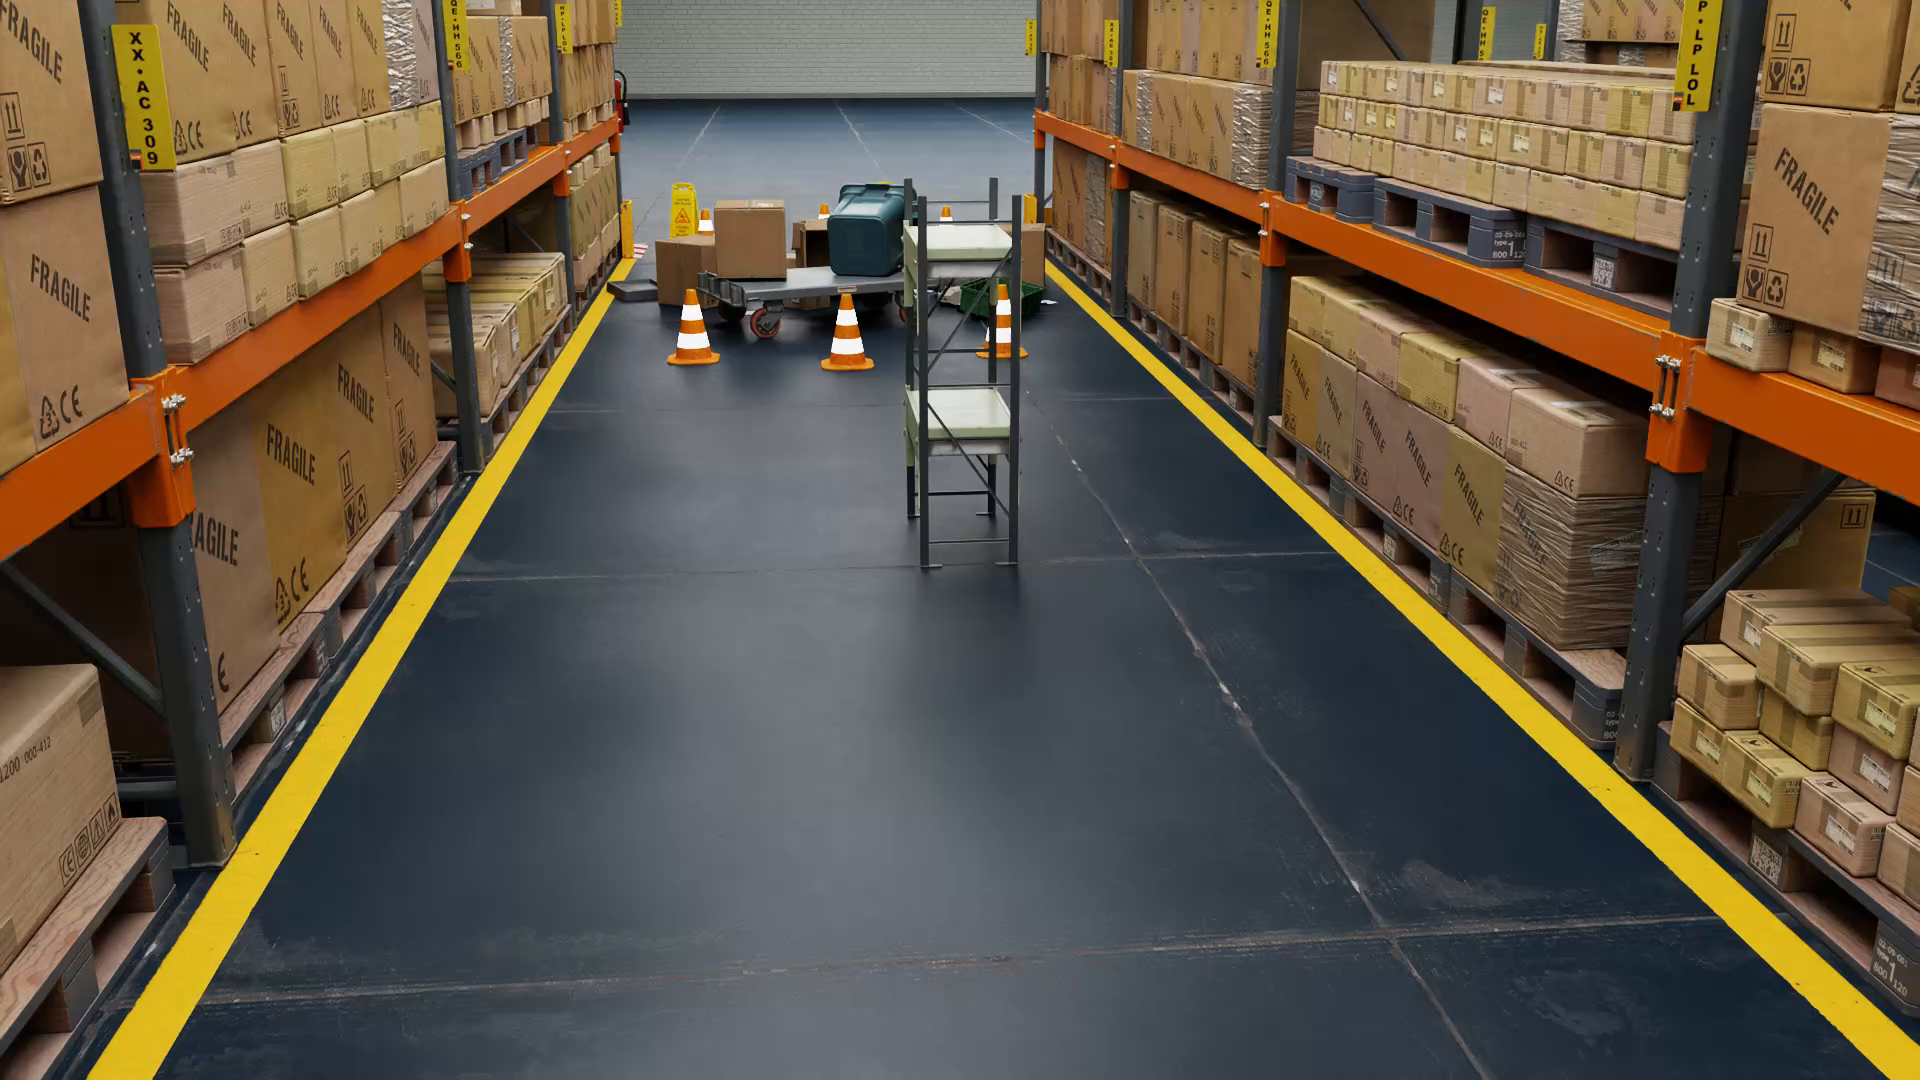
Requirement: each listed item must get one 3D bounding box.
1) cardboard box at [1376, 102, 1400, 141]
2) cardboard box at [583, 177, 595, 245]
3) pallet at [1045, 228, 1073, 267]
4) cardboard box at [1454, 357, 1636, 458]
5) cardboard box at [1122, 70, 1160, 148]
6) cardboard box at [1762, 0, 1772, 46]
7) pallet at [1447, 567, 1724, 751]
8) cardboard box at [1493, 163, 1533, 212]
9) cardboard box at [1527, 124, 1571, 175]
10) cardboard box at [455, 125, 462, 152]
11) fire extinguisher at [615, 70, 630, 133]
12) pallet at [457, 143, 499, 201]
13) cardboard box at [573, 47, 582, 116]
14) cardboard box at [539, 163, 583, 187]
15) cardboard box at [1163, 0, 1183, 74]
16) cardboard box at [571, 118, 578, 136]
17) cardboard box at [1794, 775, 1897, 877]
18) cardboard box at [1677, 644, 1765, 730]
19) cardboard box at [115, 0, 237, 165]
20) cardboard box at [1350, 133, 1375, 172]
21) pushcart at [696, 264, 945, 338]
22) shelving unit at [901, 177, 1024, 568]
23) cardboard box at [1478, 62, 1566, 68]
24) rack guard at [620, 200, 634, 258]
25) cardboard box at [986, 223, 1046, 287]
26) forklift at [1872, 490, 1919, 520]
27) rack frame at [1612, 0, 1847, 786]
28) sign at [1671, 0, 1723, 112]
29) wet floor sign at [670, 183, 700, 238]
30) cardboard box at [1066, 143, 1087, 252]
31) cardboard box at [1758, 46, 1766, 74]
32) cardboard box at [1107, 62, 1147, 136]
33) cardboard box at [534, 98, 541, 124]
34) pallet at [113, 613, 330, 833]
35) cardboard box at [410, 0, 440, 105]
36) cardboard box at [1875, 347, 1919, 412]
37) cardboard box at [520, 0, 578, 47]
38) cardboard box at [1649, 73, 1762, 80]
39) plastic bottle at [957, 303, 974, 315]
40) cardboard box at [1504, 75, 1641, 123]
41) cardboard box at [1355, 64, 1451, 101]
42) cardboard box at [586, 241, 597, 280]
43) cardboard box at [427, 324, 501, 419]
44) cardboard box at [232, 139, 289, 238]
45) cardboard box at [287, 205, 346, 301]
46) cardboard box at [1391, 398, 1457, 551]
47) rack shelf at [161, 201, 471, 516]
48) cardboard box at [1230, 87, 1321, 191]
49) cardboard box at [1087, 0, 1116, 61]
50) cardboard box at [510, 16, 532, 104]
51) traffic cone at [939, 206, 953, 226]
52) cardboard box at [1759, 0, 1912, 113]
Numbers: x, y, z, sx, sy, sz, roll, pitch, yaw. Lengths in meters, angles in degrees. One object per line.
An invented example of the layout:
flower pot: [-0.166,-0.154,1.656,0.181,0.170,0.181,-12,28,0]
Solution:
cardboard box: [1.988,-1.773,7.037,0.380,0.149,0.250,-2,18,-5]
cardboard box: [-3.135,-2.534,12.878,0.500,0.500,0.500,-1,17,-3]
pallet: [1.386,-2.753,15.593,1.003,0.211,1.213,-2,18,-6]
cardboard box: [2.095,-0.477,5.909,0.500,0.250,0.500,-1,17,-3]
cardboard box: [1.424,-3.010,11.590,0.500,0.500,0.500,-2,17,-5]
cardboard box: [6.262,-4.043,12.714,0.500,0.500,0.500,-2,18,-6]
pallet: [2.381,0.355,5.695,1.003,0.211,1.213,-2,18,-6]
cardboard box: [2.114,-1.246,5.856,0.380,0.149,0.250,-3,18,-8]
cardboard box: [2.142,-1.313,5.572,0.380,0.149,0.250,-2,18,-7]
cardboard box: [-2.707,-2.021,8.325,0.380,0.149,0.250,-3,18,-9]
fire extinguisher: [-3.241,-4.148,15.509,0.296,0.674,0.183,-2,18,-6]
pallet: [-3.042,-1.870,8.446,1.213,0.211,1.003,-2,18,-6]
cardboard box: [-3.118,-3.423,12.407,0.500,0.500,0.500,-2,18,-6]
cardboard box: [-3.021,-2.723,12.398,0.380,0.149,0.250,-2,17,-5]
cardboard box: [1.750,-3.351,11.008,0.700,0.500,0.500,-2,18,-7]
cardboard box: [-3.115,-3.155,12.638,0.380,0.149,0.250,-1,17,-4]
cardboard box: [2.286,0.686,4.042,0.380,0.149,0.250,-2,18,-6]
cardboard box: [2.182,0.392,4.483,0.380,0.149,0.250,-1,17,-3]
cardboard box: [-2.210,-1.226,4.237,0.500,0.500,0.500,-2,17,-5]
cardboard box: [1.952,-1.716,7.355,0.380,0.149,0.250,-1,17,-3]
pushcart: [-1.013,-1.779,12.212,1.648,0.377,0.936,-8,19,-25]
shelving unit: [-0.001,-0.718,6.959,0.431,1.500,0.755,-2,18,-6]
cardboard box: [2.581,-2.093,7.562,0.380,0.149,0.250,-2,18,-6]
rack guard: [-3.680,-2.921,15.646,1.175,0.500,0.348,-2,18,-6]
cardboard box: [0.457,-2.367,13.877,0.500,0.500,0.500,1,17,4]
forklift: [4.576,-1.766,7.908,1.130,2.935,3.031,-2,18,-5]
rack frame: [2.463,-0.744,4.539,1.000,3.000,0.127,-2,18,-6]
sign: [1.911,-1.278,4.307,0.100,0.325,0.005,-2,18,-6]
wet floor sign: [-2.643,-3.103,15.982,0.267,0.644,0.232,4,18,13]
cardboard box: [1.454,-3.044,14.710,0.875,0.875,0.875,-2,18,-7]
cardboard box: [6.597,-3.576,12.897,0.875,0.500,0.500,-2,18,-6]
cardboard box: [1.588,-3.309,12.457,0.875,0.550,0.550,-2,18,-6]
cardboard box: [-2.876,-2.725,10.568,0.380,0.149,0.250,-2,18,-7]
pallet: [-2.605,0.542,5.098,1.003,0.211,1.213,-2,18,-6]
cardboard box: [-2.549,-2.131,7.122,0.500,0.500,0.500,-2,18,-7]
cardboard box: [2.347,-0.377,3.790,0.380,0.149,0.250,-3,18,-8]
cardboard box: [-3.105,-3.749,11.777,0.700,0.500,0.500,-2,18,-6]
cardboard box: [2.746,-1.625,6.071,0.380,0.149,0.250,-1,17,-4]
plastic bottle: [0.108,-1.761,12.685,0.133,0.061,0.283,-12,21,-34]
cardboard box: [2.125,-1.530,5.769,0.380,0.149,0.250,-2,18,-7]
cardboard box: [1.957,-2.003,7.275,0.380,0.149,0.250,-2,18,-6]
cardboard box: [-3.134,-2.176,12.989,0.500,0.250,0.500,-1,17,-3]
cardboard box: [-2.911,-0.868,8.620,0.950,0.372,0.625,-3,18,-9]
cardboard box: [-2.297,-1.022,4.841,0.500,0.250,0.500,-2,17,-5]
cardboard box: [-2.325,-0.936,5.401,0.500,0.250,0.500,-2,18,-6]
cardboard box: [2.035,-0.270,6.502,0.500,0.500,0.500,-2,18,-7]
rack shelf: [-2.656,-0.814,5.962,1.077,0.370,4.000,-2,18,-6]
cardboard box: [1.737,-2.109,8.721,0.500,0.500,0.500,-2,18,-6]
cardboard box: [1.462,-3.985,12.811,0.875,0.550,0.550,-2,18,-6]
cardboard box: [-2.900,-2.902,10.049,0.500,0.500,0.500,-1,17,-4]
traffic cone: [-0.132,-2.907,15.663,0.336,0.463,0.334,-2,18,-6]
cardboard box: [2.267,-1.269,3.877,0.500,0.500,0.500,-1,17,-4]
